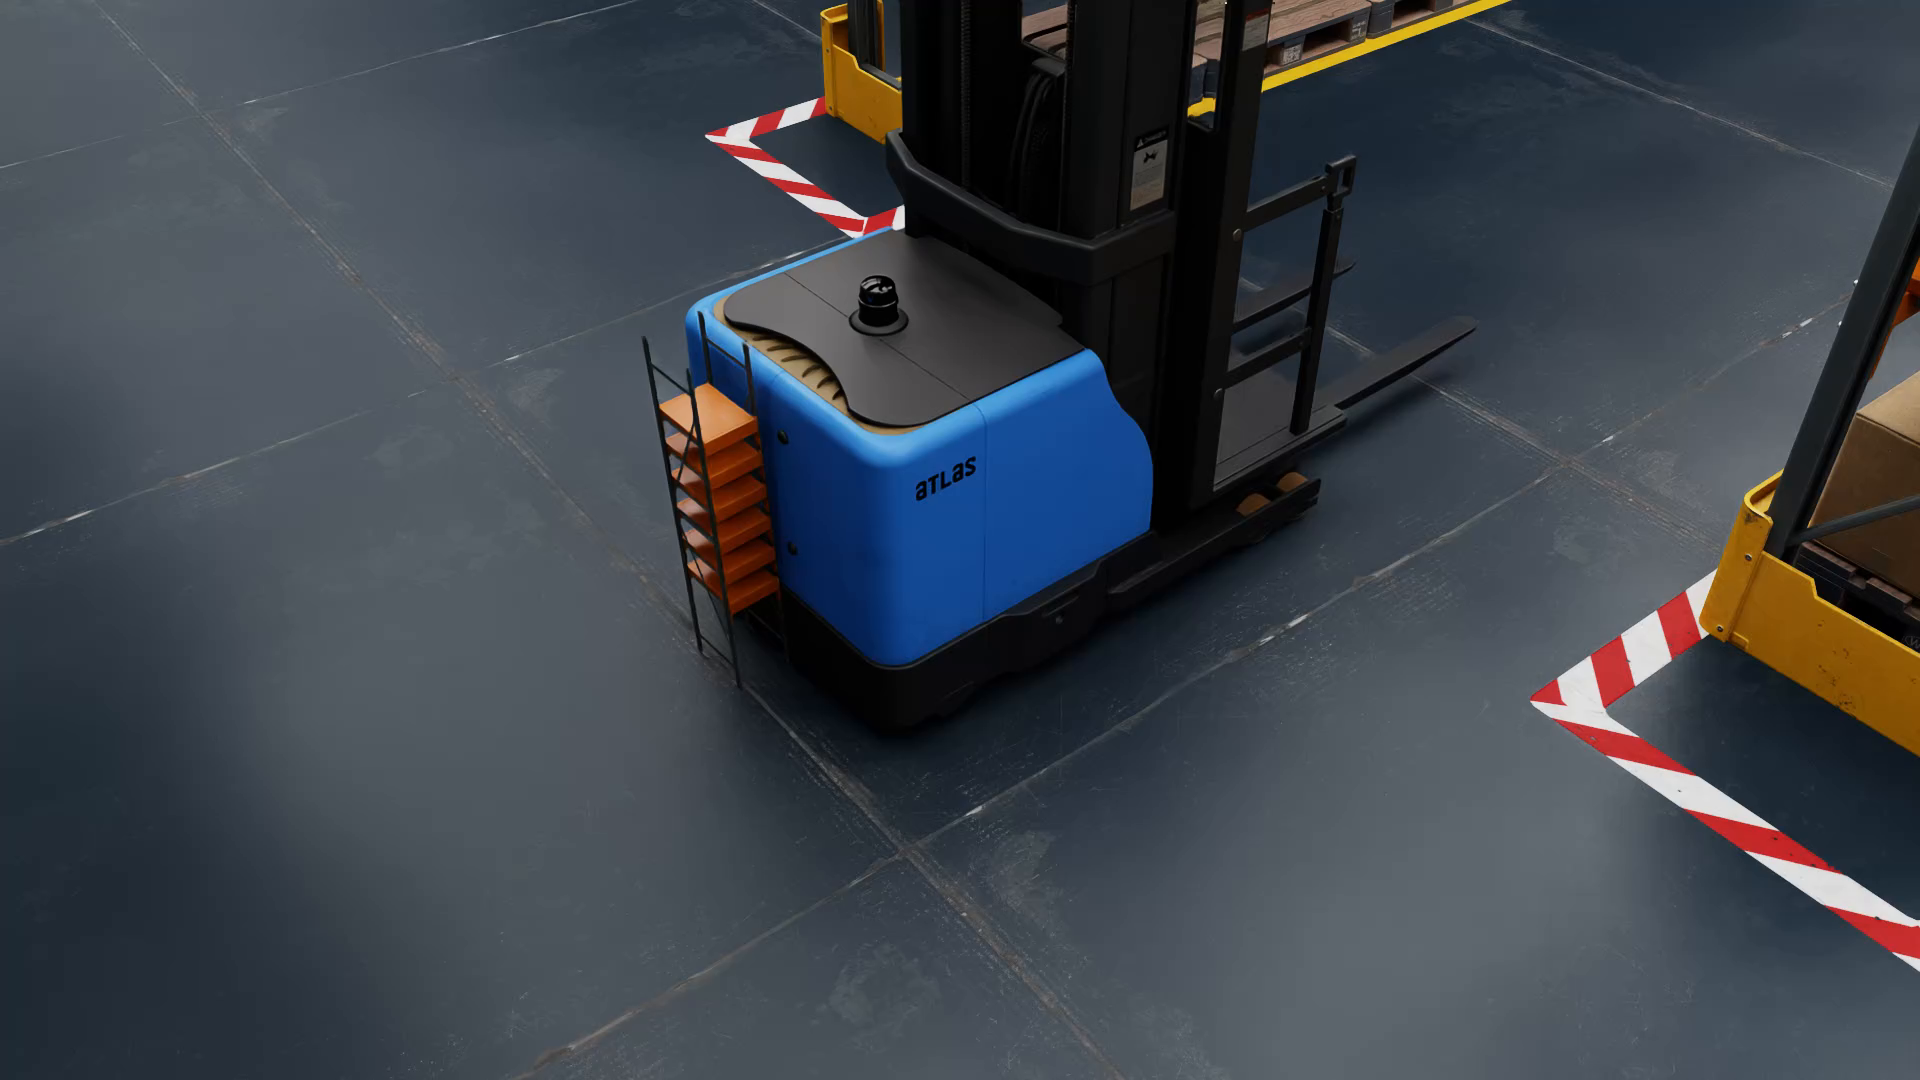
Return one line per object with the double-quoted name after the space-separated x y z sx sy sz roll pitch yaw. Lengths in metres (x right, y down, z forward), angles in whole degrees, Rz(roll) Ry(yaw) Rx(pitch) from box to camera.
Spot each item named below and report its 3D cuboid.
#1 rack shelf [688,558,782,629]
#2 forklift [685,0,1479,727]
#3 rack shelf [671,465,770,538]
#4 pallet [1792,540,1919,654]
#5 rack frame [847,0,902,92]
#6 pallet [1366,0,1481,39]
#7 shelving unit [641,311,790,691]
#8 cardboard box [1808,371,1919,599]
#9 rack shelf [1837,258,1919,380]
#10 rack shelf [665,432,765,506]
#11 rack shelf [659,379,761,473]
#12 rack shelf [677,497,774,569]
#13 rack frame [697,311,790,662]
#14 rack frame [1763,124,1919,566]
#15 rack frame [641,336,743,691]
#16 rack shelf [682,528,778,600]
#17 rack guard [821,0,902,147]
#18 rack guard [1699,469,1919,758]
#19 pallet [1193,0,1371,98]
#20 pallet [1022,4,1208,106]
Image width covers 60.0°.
-0.696 0.131 5.088 0.180 0.103 0.258 -30 48 -29 "rack shelf"
0.629 -1.358 5.094 3.031 2.935 1.130 -28 47 -29 "forklift"
-0.706 -0.142 4.853 0.180 0.103 0.258 -30 48 -29 "rack shelf"
3.507 0.105 5.456 1.213 0.211 1.003 -26 46 -28 "pallet"
-0.201 -3.128 7.198 0.127 3.000 1.000 -26 46 -28 "rack frame"
2.412 -3.292 9.597 1.213 0.211 1.003 -26 46 -28 "pallet"
-0.704 -0.085 4.903 0.189 1.200 0.258 -30 48 -29 "shelving unit"
3.096 -0.173 5.220 0.500 0.500 0.500 -26 46 -28 "cardboard box"
4.401 -1.131 5.330 4.000 0.370 1.077 -26 46 -28 "rack shelf"
-0.709 -0.233 4.775 0.180 0.103 0.258 -30 48 -29 "rack shelf"
-0.712 -0.324 4.697 0.180 0.103 0.258 -30 48 -29 "rack shelf"
-0.702 -0.051 4.932 0.180 0.103 0.258 -30 48 -29 "rack shelf"
-0.634 -0.125 4.946 0.006 1.200 0.240 -30 48 -29 "rack frame"
2.815 -0.636 4.160 0.127 3.000 1.000 -26 46 -28 "rack frame"
-0.773 -0.045 4.859 0.006 1.200 0.240 -30 48 -29 "rack frame"
-0.699 0.040 5.010 0.180 0.103 0.258 -30 48 -29 "rack shelf"
-0.212 -2.146 7.972 0.348 0.500 1.175 -26 46 -28 "rack guard"
2.875 0.301 4.988 0.348 0.500 1.175 -26 46 -28 "rack guard"
1.444 -2.818 9.019 1.213 0.211 1.003 -26 46 -28 "pallet"
0.477 -2.349 8.447 1.213 0.211 1.003 -26 46 -28 "pallet"
